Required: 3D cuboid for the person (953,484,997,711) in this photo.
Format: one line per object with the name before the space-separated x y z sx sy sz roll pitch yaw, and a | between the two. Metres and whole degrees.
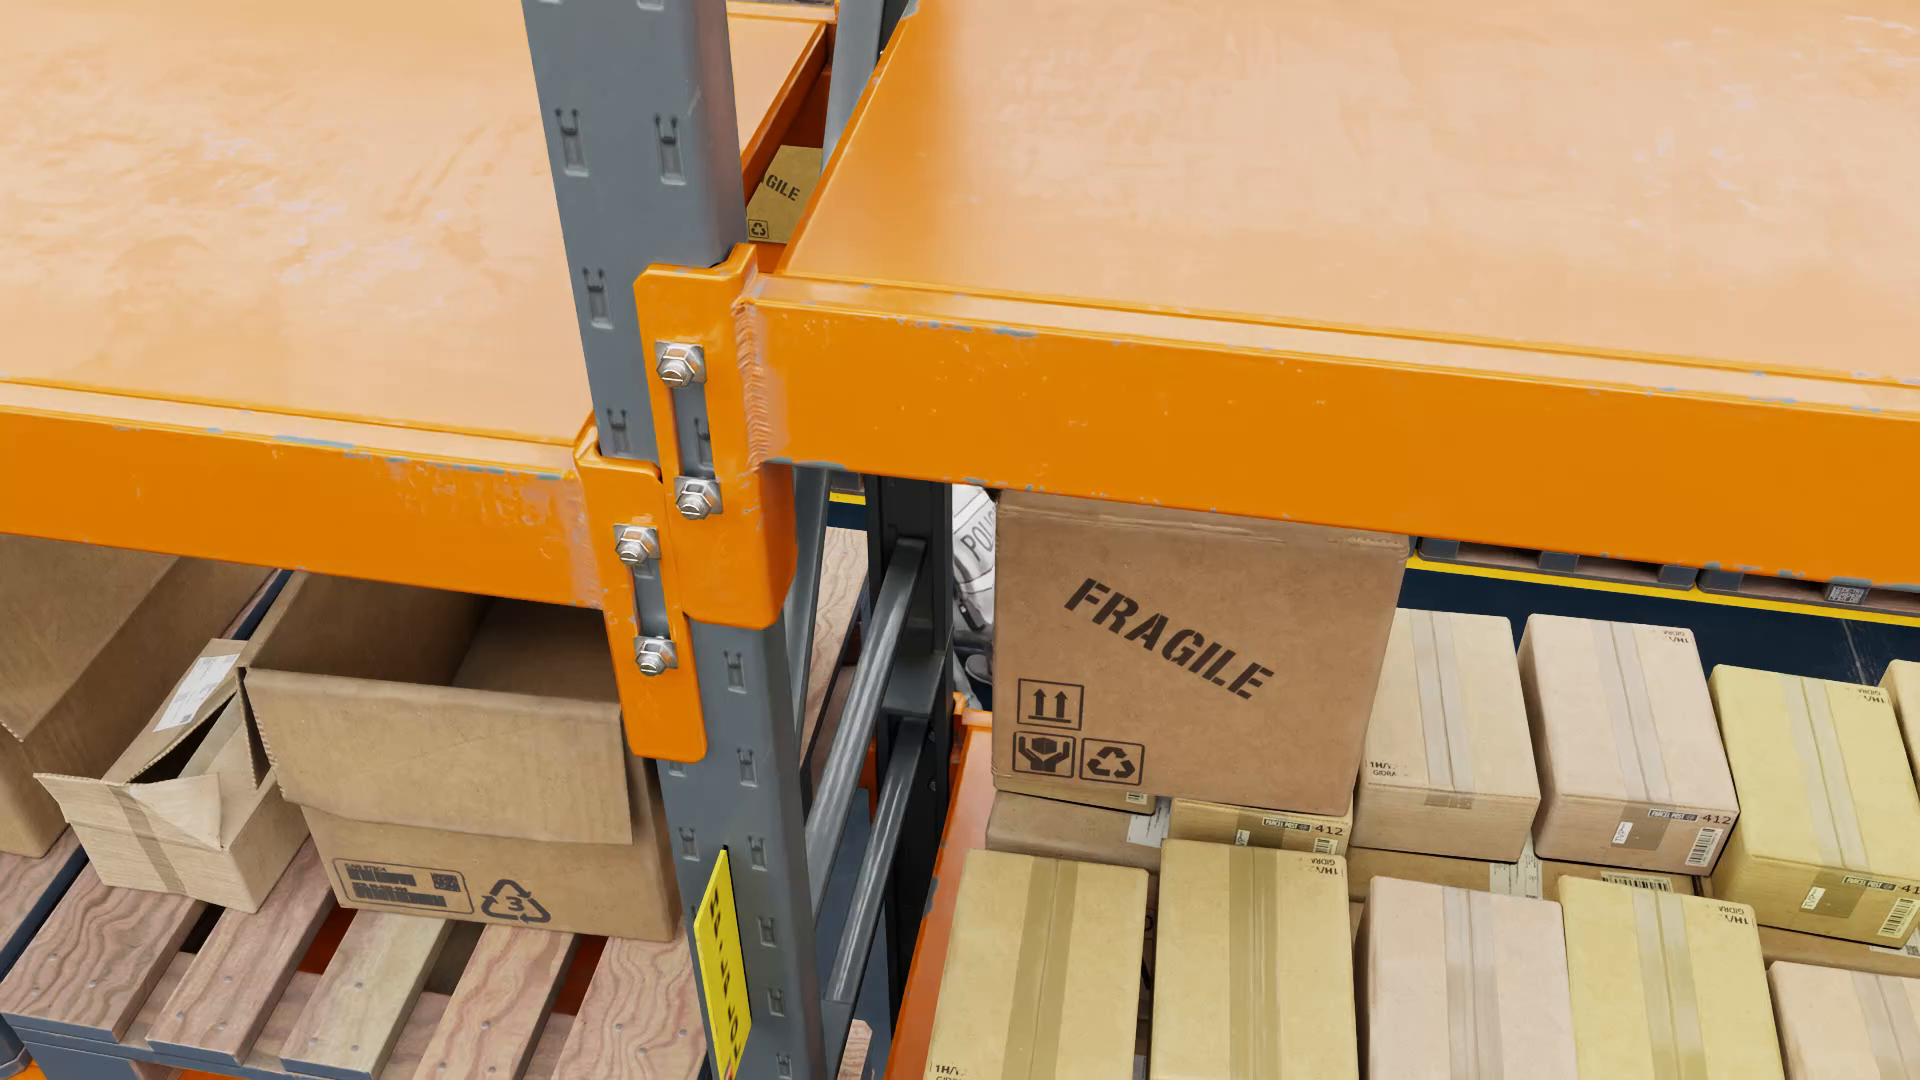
person | -0.033 0.163 6.551 0.787 1.207 0.526 31 50 31
